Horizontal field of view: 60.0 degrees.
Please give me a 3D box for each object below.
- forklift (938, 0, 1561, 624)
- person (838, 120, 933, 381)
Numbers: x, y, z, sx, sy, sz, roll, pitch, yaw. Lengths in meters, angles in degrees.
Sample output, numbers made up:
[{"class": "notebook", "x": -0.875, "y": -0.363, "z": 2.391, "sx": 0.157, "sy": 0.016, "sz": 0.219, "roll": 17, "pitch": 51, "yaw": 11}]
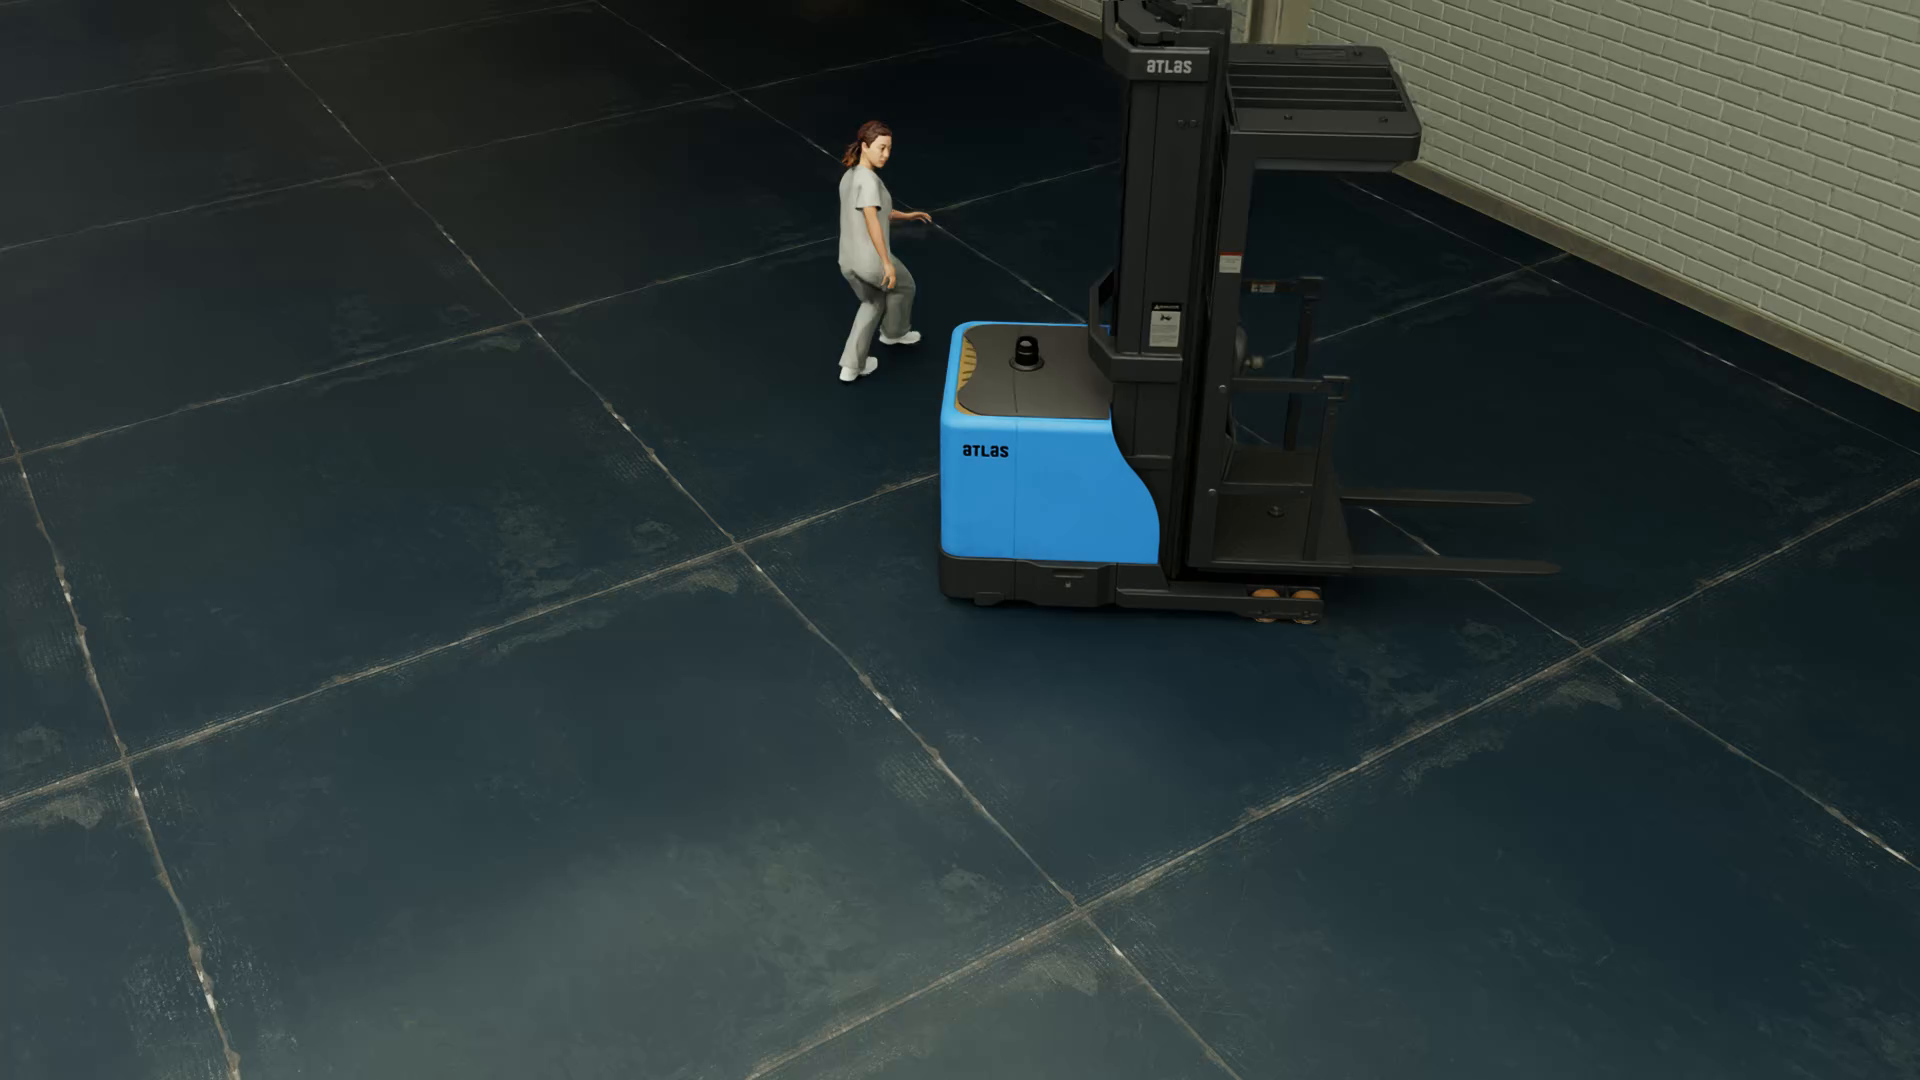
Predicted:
[{"class": "forklift", "x": 1.433, "y": -1.106, "z": 7.722, "sx": 3.031, "sy": 2.935, "sz": 1.130, "roll": 2, "pitch": 35, "yaw": 3}, {"class": "person", "x": -0.404, "y": -1.685, "z": 9.779, "sx": 0.750, "sy": 1.519, "sz": 0.676, "roll": -28, "pitch": 44, "yaw": -34}]
